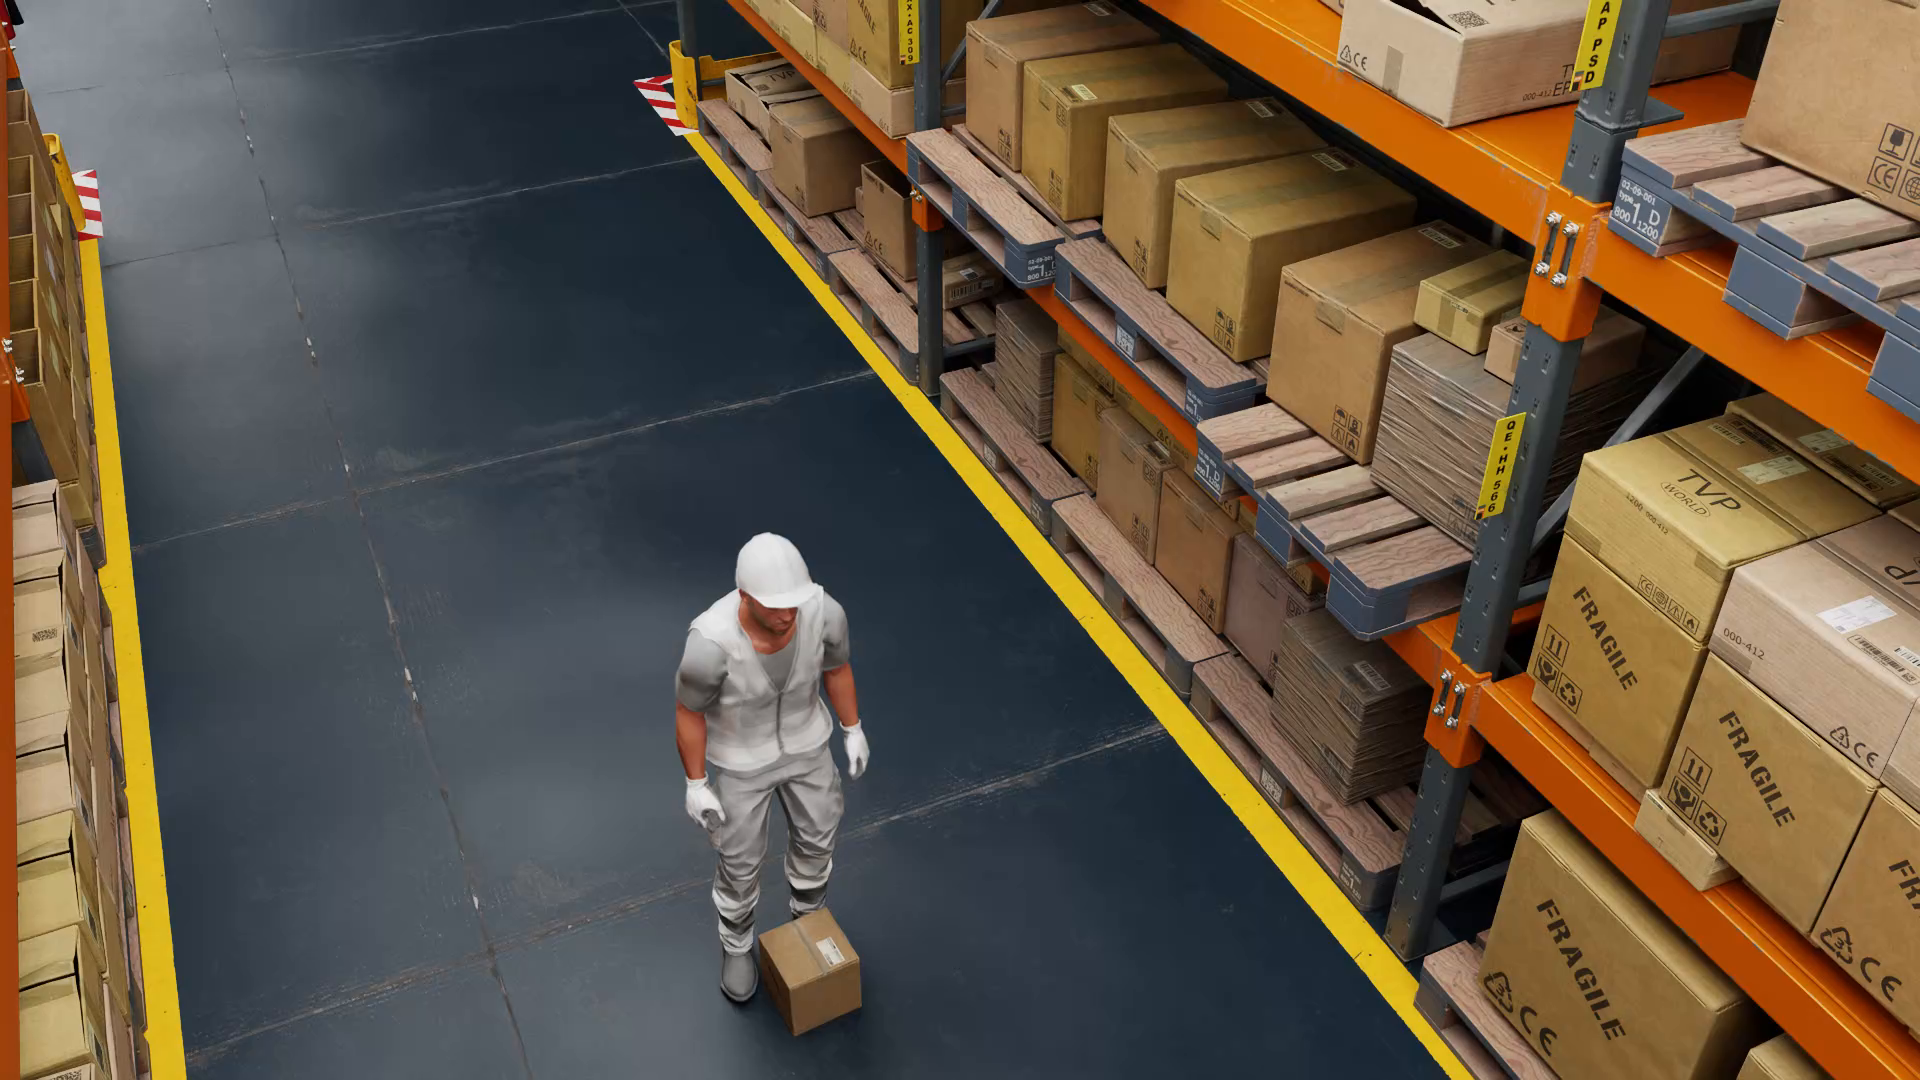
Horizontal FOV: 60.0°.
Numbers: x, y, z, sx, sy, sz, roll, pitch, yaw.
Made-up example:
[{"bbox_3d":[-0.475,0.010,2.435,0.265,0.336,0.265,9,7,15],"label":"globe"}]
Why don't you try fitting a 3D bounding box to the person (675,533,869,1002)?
[{"bbox_3d":[-0.578,0.690,5.218,0.623,1.780,0.447,-17,40,-22],"label":"person"}]
